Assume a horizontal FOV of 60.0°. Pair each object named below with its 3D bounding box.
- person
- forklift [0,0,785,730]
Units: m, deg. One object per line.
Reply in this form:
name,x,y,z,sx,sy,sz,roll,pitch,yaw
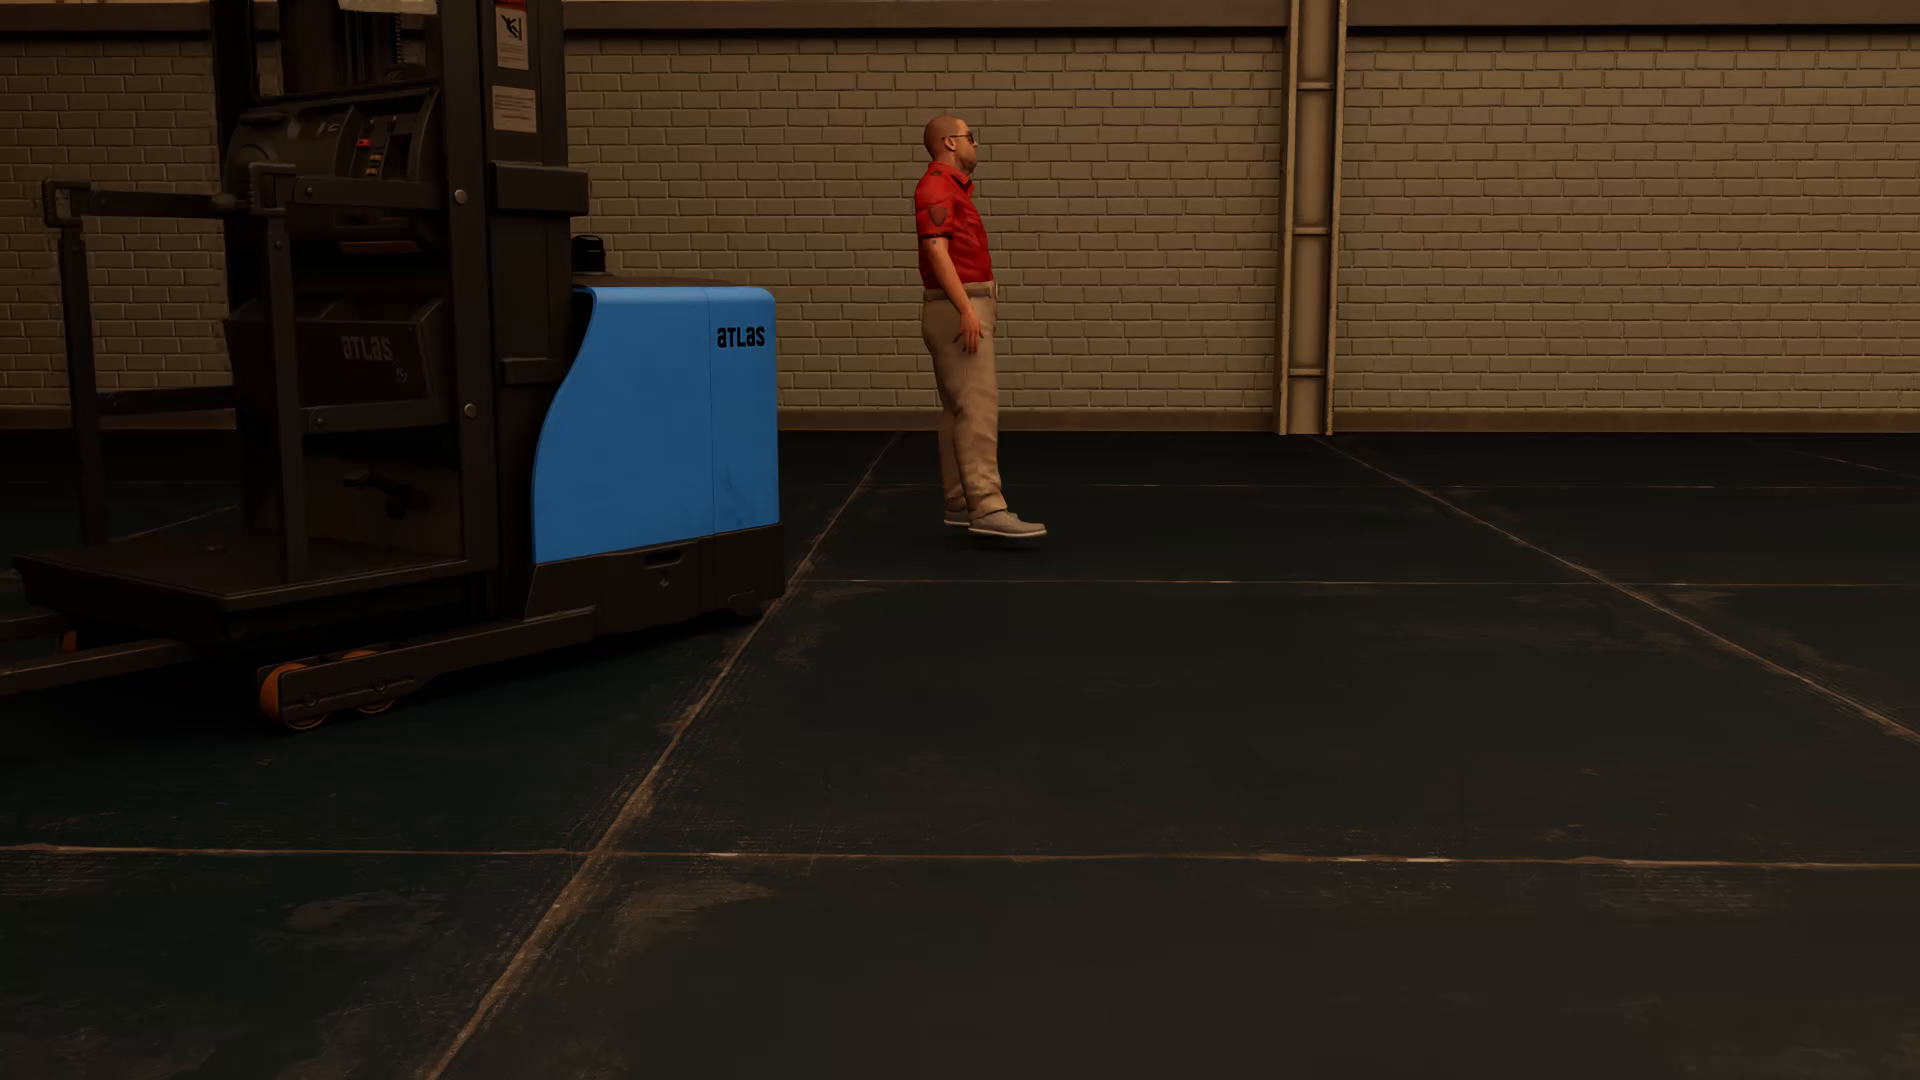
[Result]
person,0.089,-0.900,6.976,0.550,1.727,0.641,0,9,1
forklift,-1.859,-1.065,4.393,1.130,2.935,3.031,6,11,36
